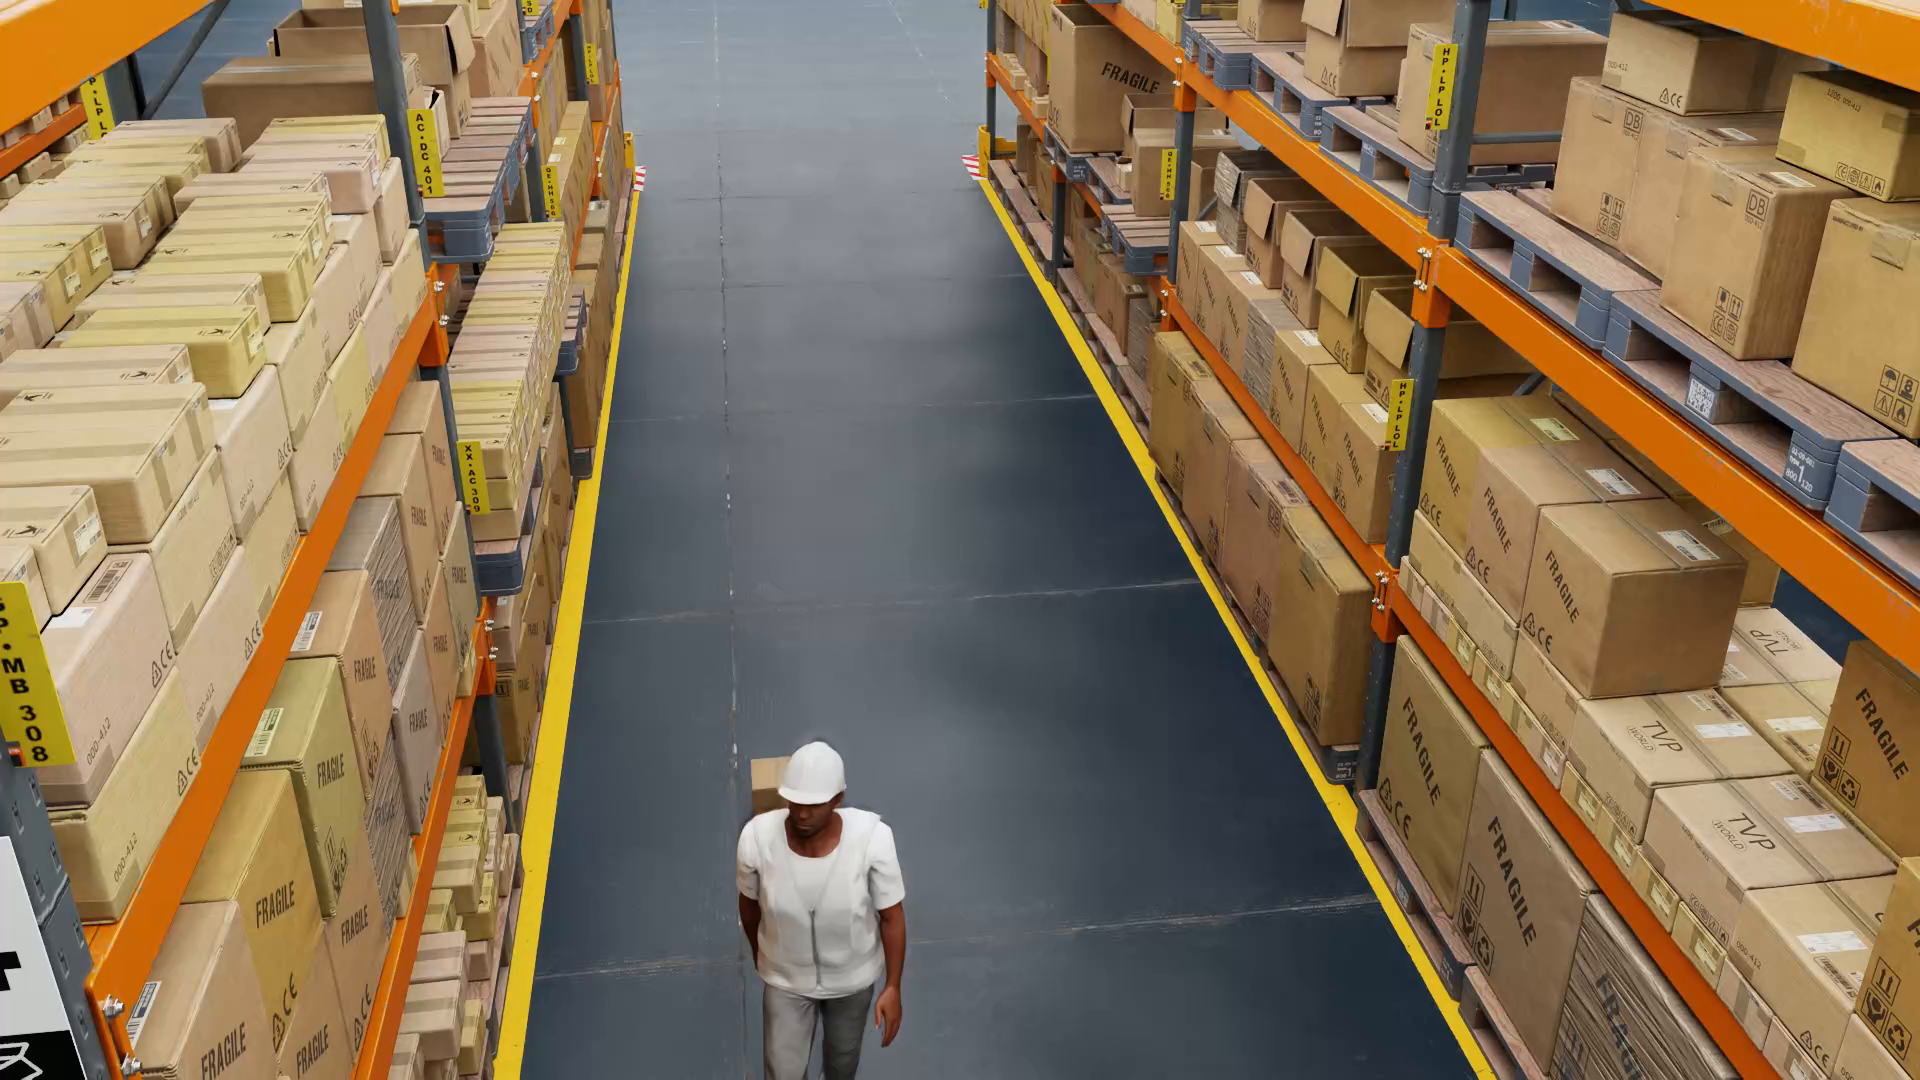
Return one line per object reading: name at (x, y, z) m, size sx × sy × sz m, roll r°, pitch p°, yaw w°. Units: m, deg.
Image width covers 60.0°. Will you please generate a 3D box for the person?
person at (-0.462, 1.521, 5.613) m, size 0.570 × 1.789 × 0.805 m, roll -2°, pitch 27°, yaw -3°
